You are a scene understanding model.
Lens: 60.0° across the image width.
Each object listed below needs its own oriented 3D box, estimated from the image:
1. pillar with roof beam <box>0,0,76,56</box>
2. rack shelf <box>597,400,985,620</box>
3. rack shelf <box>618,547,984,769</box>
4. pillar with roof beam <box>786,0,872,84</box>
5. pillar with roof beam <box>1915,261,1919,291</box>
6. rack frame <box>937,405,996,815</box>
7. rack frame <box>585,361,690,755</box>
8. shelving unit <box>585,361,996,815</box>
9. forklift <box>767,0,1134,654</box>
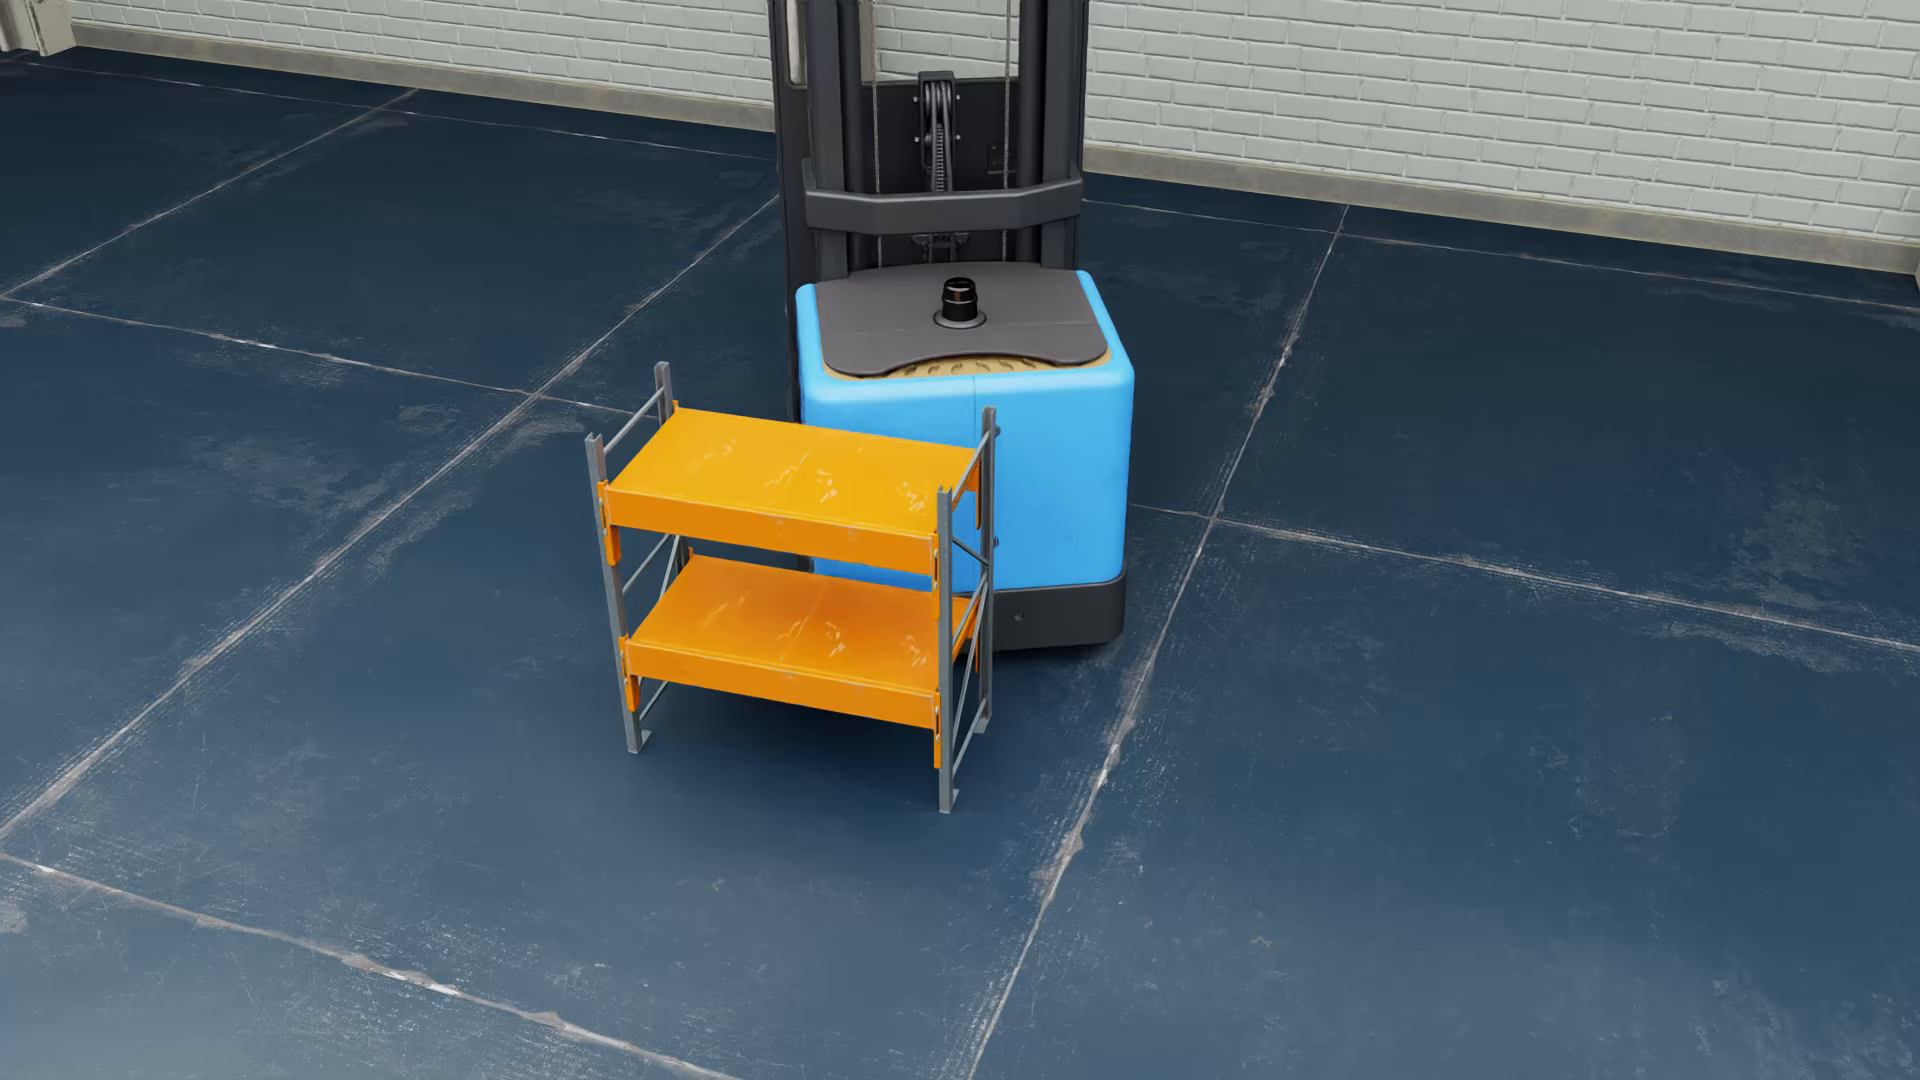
[{"bbox_3d":[-7.836,-5.004,5.703,0.400,9.000,9.100,11,34,16],"label":"pillar with roof beam"},{"bbox_3d":[-0.468,-0.104,4.834,1.000,0.278,0.538,9,34,13],"label":"rack shelf"},{"bbox_3d":[-0.468,0.348,5.125,1.000,0.278,0.538,9,34,13],"label":"rack shelf"},{"bbox_3d":[-2.188,-3.906,4.003,0.400,9.000,9.100,11,34,16],"label":"pillar with roof beam"},{"bbox_3d":[3.460,-2.808,2.302,0.400,9.000,9.100,11,34,16],"label":"pillar with roof beam"},{"bbox_3d":[0.021,0.218,4.876,0.032,1.125,0.500,9,34,13],"label":"rack frame"},{"bbox_3d":[-0.958,0.067,5.109,0.032,1.125,0.500,9,34,13],"label":"rack frame"},{"bbox_3d":[-0.468,0.142,4.993,1.048,1.125,0.538,9,34,13],"label":"shelving unit"},{"bbox_3d":[-0.137,-1.611,6.043,1.130,2.935,3.031,-4,33,-6],"label":"forklift"}]
